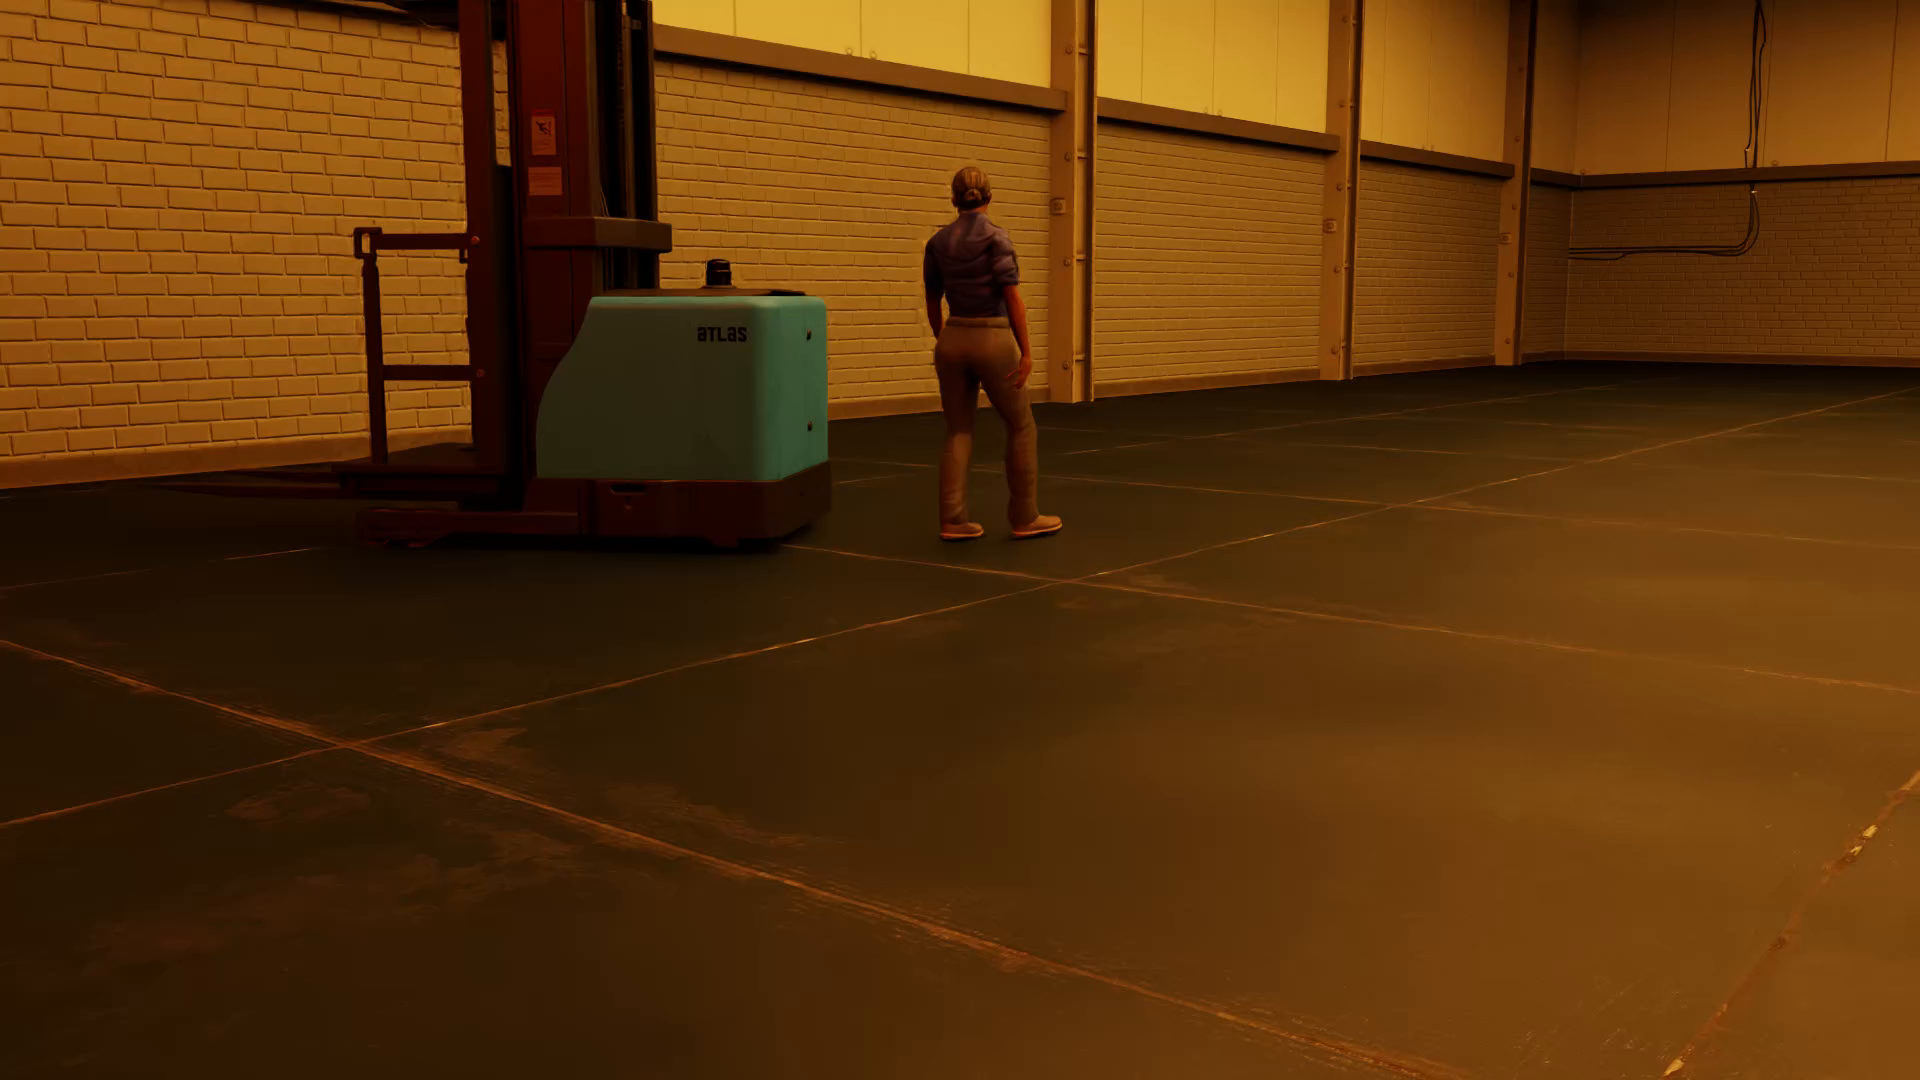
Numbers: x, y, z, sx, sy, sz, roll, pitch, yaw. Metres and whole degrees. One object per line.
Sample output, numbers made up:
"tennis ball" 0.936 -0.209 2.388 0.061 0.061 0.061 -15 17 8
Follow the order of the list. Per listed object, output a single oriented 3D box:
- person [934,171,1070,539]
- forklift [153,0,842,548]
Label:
"person" 0.168 -0.823 7.453 0.581 1.624 0.659 6 10 34
"forklift" -2.120 -1.490 7.466 3.031 2.935 1.130 1 8 9
